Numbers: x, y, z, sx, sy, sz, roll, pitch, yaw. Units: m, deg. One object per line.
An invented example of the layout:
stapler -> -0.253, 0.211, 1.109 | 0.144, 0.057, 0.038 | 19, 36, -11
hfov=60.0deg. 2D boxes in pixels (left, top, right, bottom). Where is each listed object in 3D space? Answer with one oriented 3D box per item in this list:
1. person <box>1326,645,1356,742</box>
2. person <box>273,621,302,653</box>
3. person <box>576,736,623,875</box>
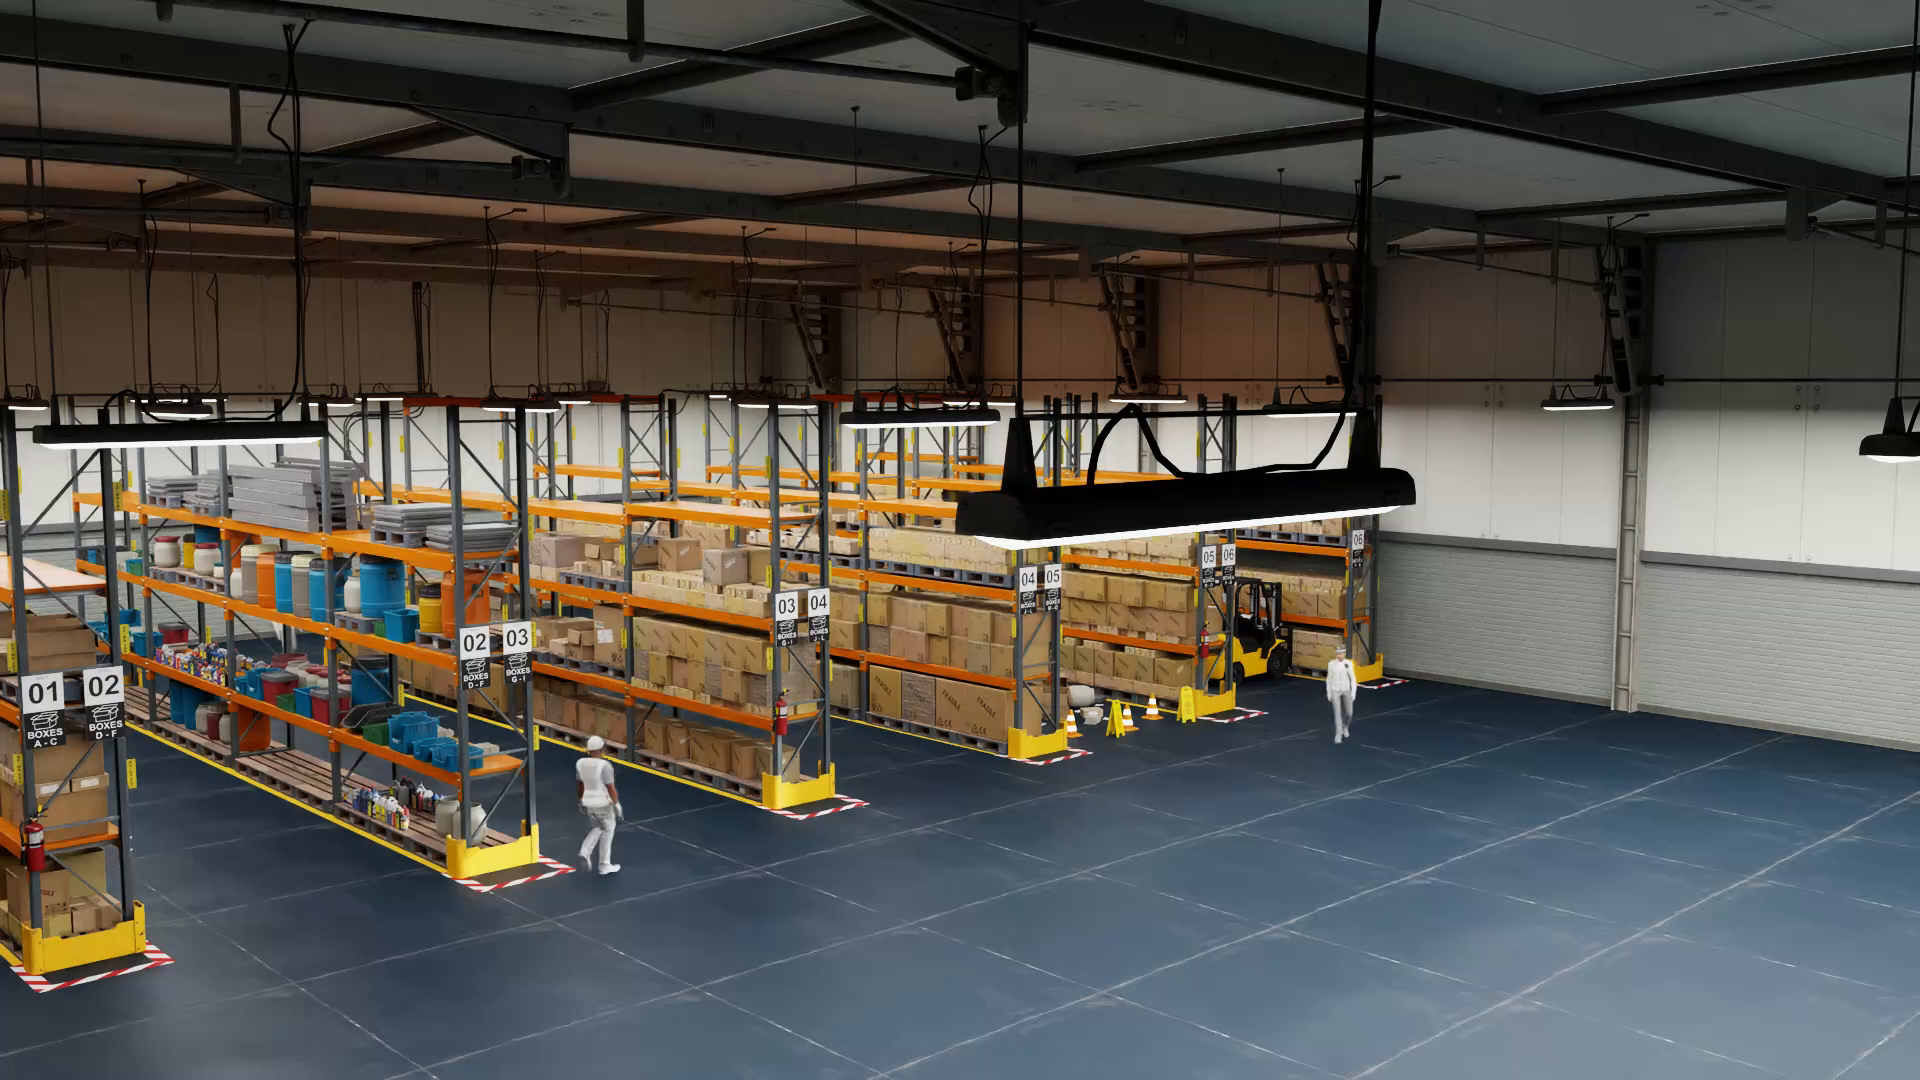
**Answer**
person -> 6.696, 2.678, 29.240 | 0.519, 1.683, 0.481 | 1, 6, 12
person -> -14.672, 2.021, 36.349 | 0.785, 1.667, 0.526 | 3, 6, 27
person -> -4.641, 3.385, 21.256 | 0.610, 1.775, 0.508 | 4, 7, 36
